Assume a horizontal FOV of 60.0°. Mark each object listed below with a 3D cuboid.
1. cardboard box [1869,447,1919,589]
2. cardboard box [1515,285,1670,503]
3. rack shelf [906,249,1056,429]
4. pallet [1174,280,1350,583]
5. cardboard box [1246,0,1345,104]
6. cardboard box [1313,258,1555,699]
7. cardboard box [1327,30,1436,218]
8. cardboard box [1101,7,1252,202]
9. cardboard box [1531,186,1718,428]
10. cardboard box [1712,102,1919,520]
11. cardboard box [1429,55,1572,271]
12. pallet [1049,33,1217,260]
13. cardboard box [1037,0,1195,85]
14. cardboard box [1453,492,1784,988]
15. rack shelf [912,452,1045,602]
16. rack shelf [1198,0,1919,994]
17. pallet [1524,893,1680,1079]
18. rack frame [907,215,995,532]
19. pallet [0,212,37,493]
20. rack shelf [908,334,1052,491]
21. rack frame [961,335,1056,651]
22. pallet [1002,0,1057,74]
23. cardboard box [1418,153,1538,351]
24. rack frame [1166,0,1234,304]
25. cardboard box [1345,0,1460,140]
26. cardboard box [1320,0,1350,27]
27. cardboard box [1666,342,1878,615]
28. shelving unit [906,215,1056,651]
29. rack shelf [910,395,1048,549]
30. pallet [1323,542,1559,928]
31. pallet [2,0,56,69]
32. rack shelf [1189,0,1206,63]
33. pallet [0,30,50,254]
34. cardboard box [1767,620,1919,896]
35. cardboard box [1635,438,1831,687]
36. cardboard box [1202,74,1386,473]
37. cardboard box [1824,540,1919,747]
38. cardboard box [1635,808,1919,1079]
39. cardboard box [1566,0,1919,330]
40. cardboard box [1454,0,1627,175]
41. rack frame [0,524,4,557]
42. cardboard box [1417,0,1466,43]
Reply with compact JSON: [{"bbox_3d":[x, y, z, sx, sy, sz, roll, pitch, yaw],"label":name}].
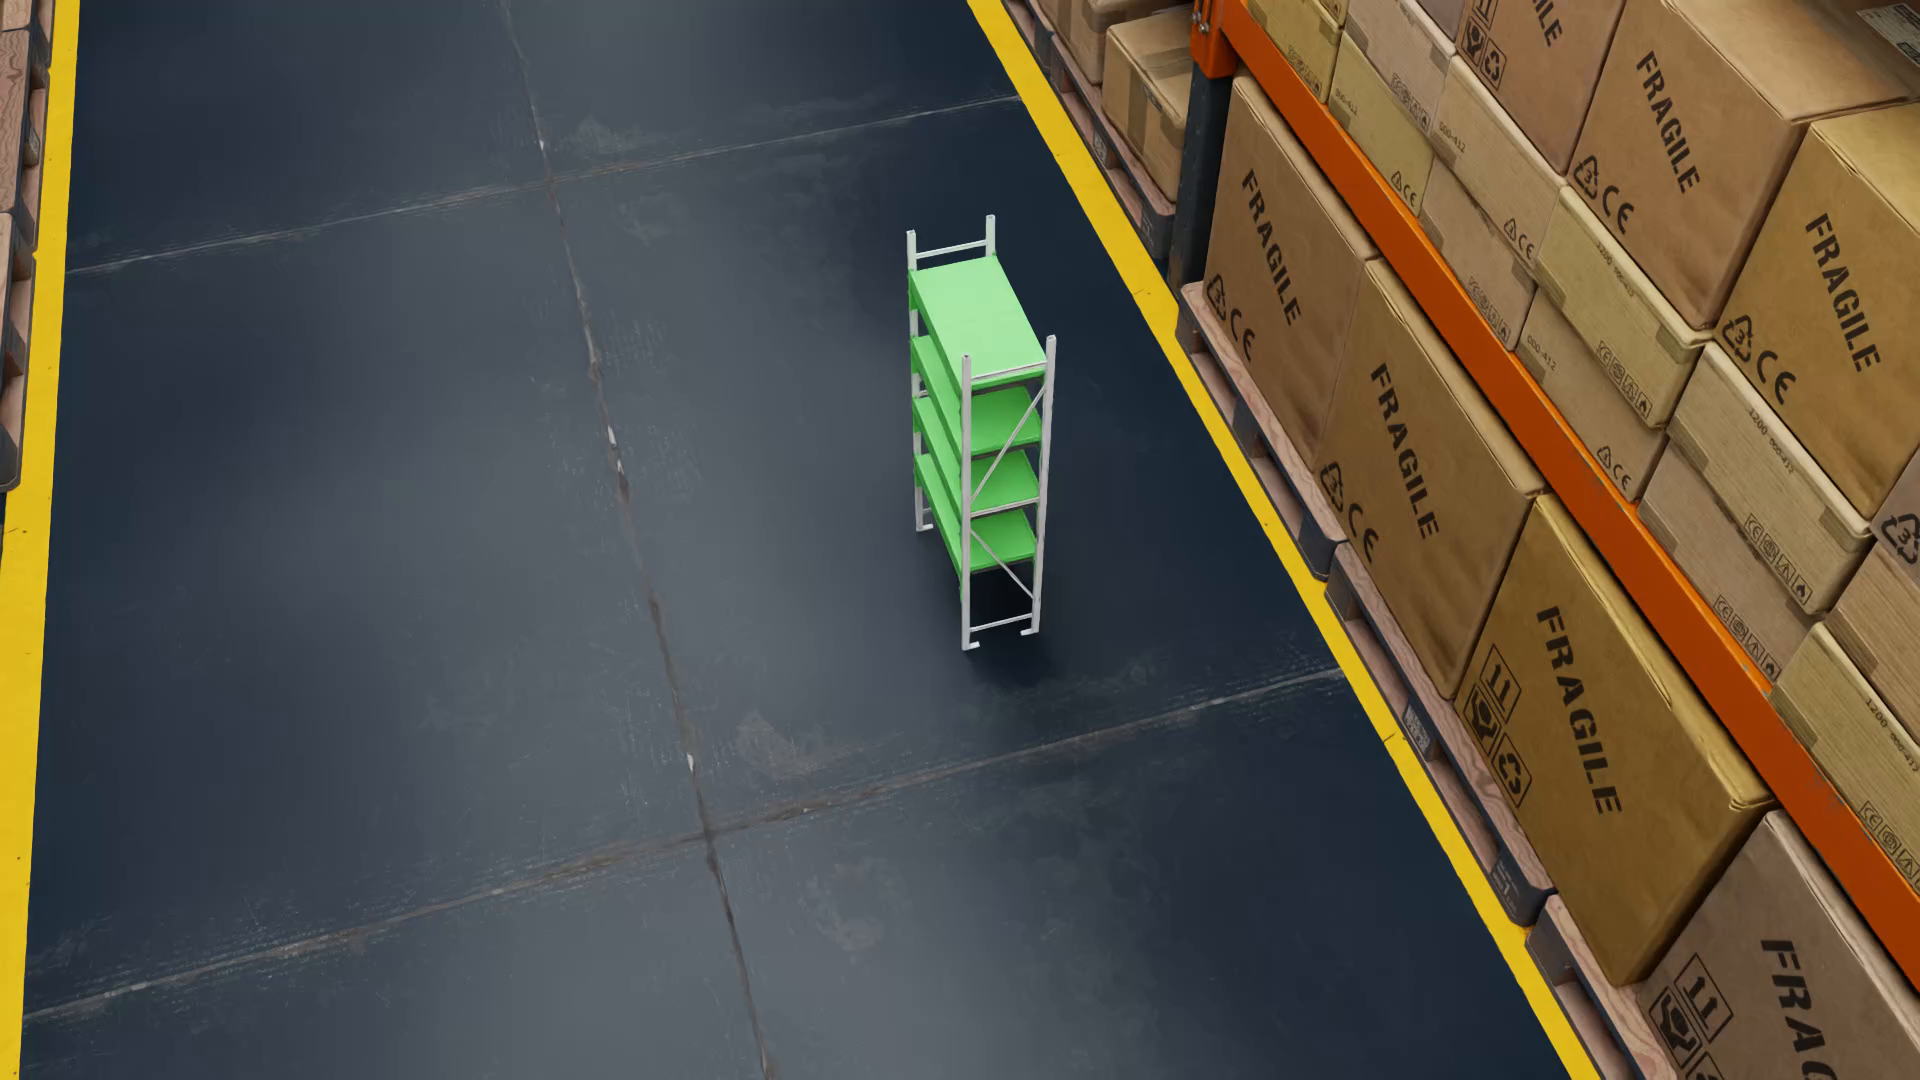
[{"bbox_3d":[1.894,-0.051,2.612,0.500,0.500,0.500,-12,51,-10],"label":"cardboard box"},{"bbox_3d":[1.615,-0.395,3.719,0.500,0.250,0.500,-13,51,-11],"label":"cardboard box"},{"bbox_3d":[0.049,-0.534,4.371,0.258,0.148,0.480,-13,51,-11],"label":"rack shelf"},{"bbox_3d":[1.405,-0.481,5.517,1.003,0.211,1.213,-13,51,-11],"label":"pallet"},{"bbox_3d":[1.148,-1.510,4.659,0.500,0.250,0.500,-14,51,-12],"label":"cardboard box"},{"bbox_3d":[1.628,-0.247,4.612,0.875,0.875,0.875,-13,51,-11],"label":"cardboard box"},{"bbox_3d":[1.317,-1.139,4.346,0.500,0.250,0.500,-15,51,-12],"label":"cardboard box"},{"bbox_3d":[1.086,-1.676,6.145,0.950,0.372,0.625,-16,52,-13],"label":"cardboard box"},{"bbox_3d":[1.582,-0.541,3.515,0.500,0.250,0.500,-13,51,-10],"label":"cardboard box"},{"bbox_3d":[1.763,-0.426,2.928,0.500,0.500,0.500,-12,51,-10],"label":"cardboard box"},{"bbox_3d":[1.445,-0.915,3.830,0.500,0.250,0.500,-13,51,-11],"label":"cardboard box"},{"bbox_3d":[1.014,-1.645,6.498,1.003,0.211,1.213,-13,51,-11],"label":"pallet"},{"bbox_3d":[0.860,-2.213,6.598,0.950,0.372,0.625,-14,51,-12],"label":"cardboard box"},{"bbox_3d":[1.892,0.406,4.061,0.875,0.875,0.875,-12,51,-10],"label":"cardboard box"},{"bbox_3d":[0.049,-0.070,4.922,0.258,0.148,0.480,-13,51,-11],"label":"rack shelf"},{"bbox_3d":[1.835,-0.280,3.994,1.077,0.370,4.000,-13,51,-11],"label":"rack shelf"},{"bbox_3d":[2.126,1.301,4.015,1.003,0.211,1.213,-13,51,-11],"label":"pallet"},{"bbox_3d":[-0.023,-0.444,4.840,0.240,1.200,0.015,-13,51,-11],"label":"rack frame"},{"bbox_3d":[-3.703,-0.559,5.583,1.003,0.211,1.213,-13,51,-11],"label":"pallet"},{"bbox_3d":[0.049,-0.379,4.555,0.258,0.148,0.480,-13,51,-11],"label":"rack shelf"},{"bbox_3d":[0.121,-0.088,4.539,0.240,1.200,0.015,-13,51,-11],"label":"rack frame"},{"bbox_3d":[0.657,-2.534,7.248,1.003,0.211,1.213,-13,51,-11],"label":"pallet"},{"bbox_3d":[1.466,-0.754,4.022,0.500,0.250,0.500,-12,51,-10],"label":"cardboard box"},{"bbox_3d":[1.243,-1.972,4.951,1.000,3.000,0.127,-13,51,-11],"label":"rack frame"},{"bbox_3d":[1.309,-1.281,4.140,0.500,0.250,0.500,-12,51,-10],"label":"cardboard box"},{"bbox_3d":[1.157,-1.659,4.458,0.500,0.250,0.500,-14,51,-11],"label":"cardboard box"},{"bbox_3d":[1.750,-0.171,3.203,0.500,0.250,0.500,-12,51,-10],"label":"cardboard box"},{"bbox_3d":[0.049,-0.266,4.689,0.258,1.200,0.503,-13,51,-11],"label":"shelving unit"},{"bbox_3d":[0.049,-0.225,4.738,0.258,0.148,0.480,-13,51,-11],"label":"rack shelf"},{"bbox_3d":[1.762,0.409,4.767,1.003,0.211,1.213,-13,51,-11],"label":"pallet"},{"bbox_3d":[-4.425,-2.341,7.085,1.003,0.211,1.213,-13,51,-11],"label":"pallet"},{"bbox_3d":[0.652,-3.201,6.457,1.077,0.370,4.000,-13,51,-11],"label":"rack shelf"},{"bbox_3d":[-4.060,-1.448,6.333,1.003,0.211,1.213,-13,51,-11],"label":"pallet"},{"bbox_3d":[1.903,0.355,3.087,0.500,0.250,0.500,-14,51,-11],"label":"cardboard box"},{"bbox_3d":[1.772,-0.018,3.402,0.500,0.250,0.500,-15,51,-12],"label":"cardboard box"},{"bbox_3d":[1.368,-0.900,5.162,0.875,0.875,0.875,-14,51,-11],"label":"cardboard box"},{"bbox_3d":[1.909,0.206,2.886,0.500,0.250,0.500,-12,51,-10],"label":"cardboard box"},{"bbox_3d":[2.167,1.064,3.506,0.875,0.875,0.875,-12,51,-10],"label":"cardboard box"},{"bbox_3d":[1.596,-0.801,3.244,0.500,0.500,0.500,-13,51,-10],"label":"cardboard box"},{"bbox_3d":[1.450,-1.170,3.555,0.500,0.500,0.500,-12,51,-10],"label":"cardboard box"},{"bbox_3d":[-3.497,-0.847,4.002,1.000,3.000,0.127,-13,51,-11],"label":"rack frame"},{"bbox_3d":[1.312,-1.551,3.876,0.500,0.500,0.500,-13,51,-11],"label":"cardboard box"}]
